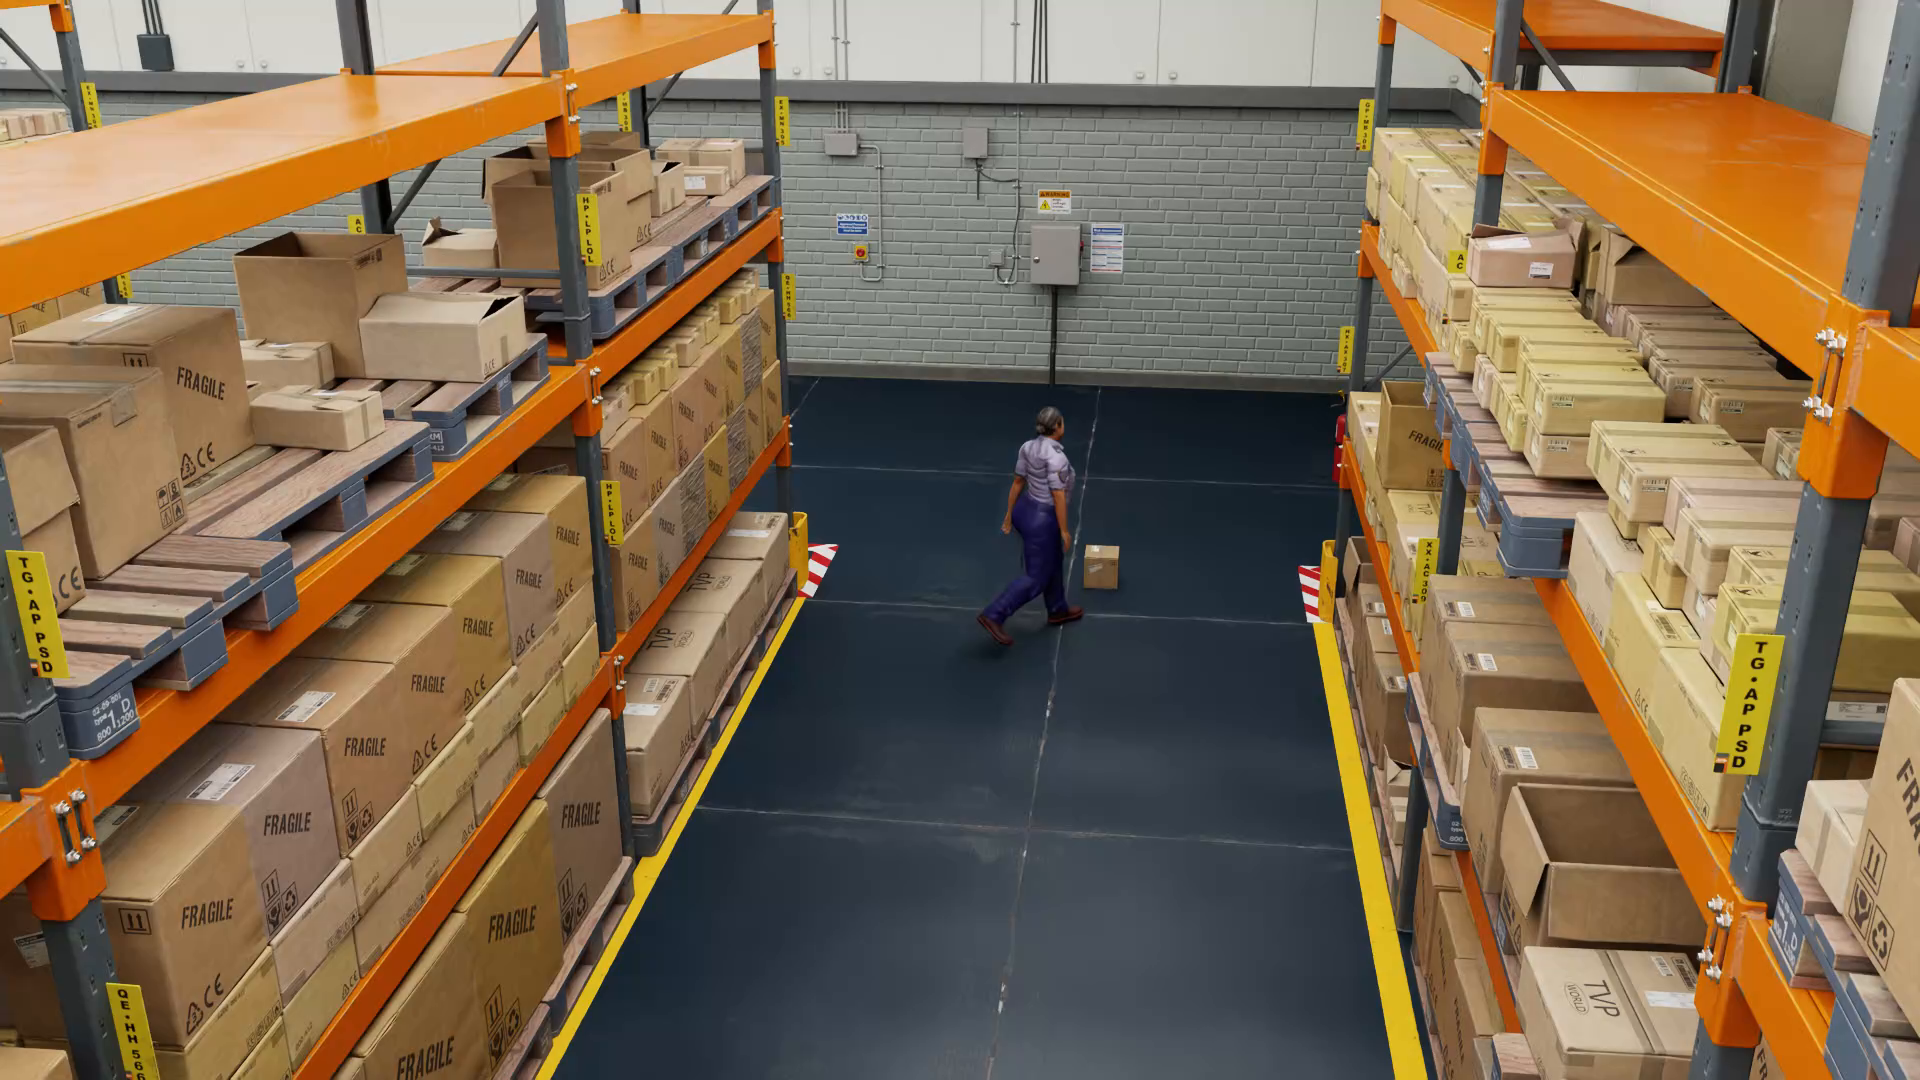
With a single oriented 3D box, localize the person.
[{"bbox_3d":[0.501,-0.119,11.412,0.921,1.606,0.536,-9,23,-22],"label":"person"}]
